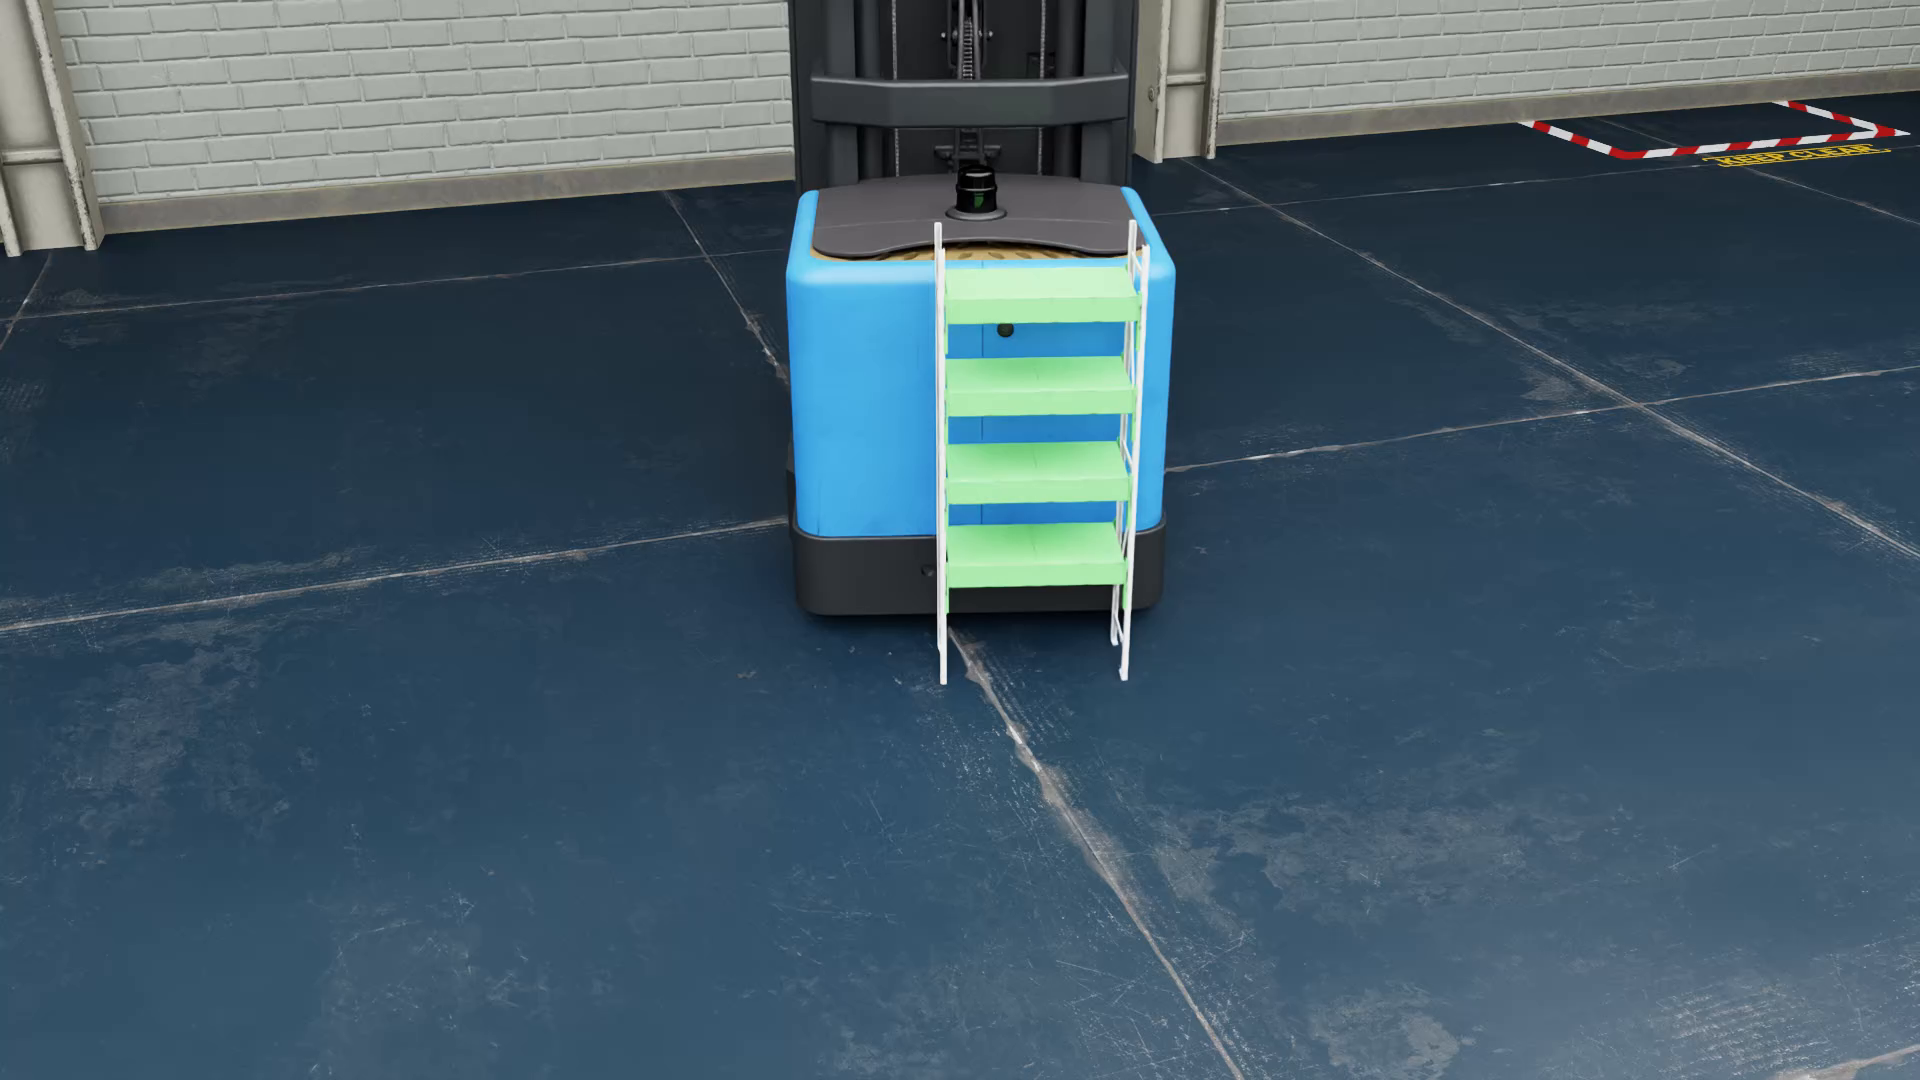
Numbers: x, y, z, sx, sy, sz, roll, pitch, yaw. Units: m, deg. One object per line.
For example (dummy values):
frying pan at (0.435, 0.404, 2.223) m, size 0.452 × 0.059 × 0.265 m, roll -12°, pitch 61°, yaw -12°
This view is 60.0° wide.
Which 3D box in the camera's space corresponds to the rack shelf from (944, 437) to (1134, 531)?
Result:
rack shelf at (0.194, -0.148, 4.343) m, size 0.480 × 0.148 × 0.258 m, roll -1°, pitch 26°, yaw -2°

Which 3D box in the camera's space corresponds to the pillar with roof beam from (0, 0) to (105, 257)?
pillar with roof beam at (-3.106, -3.665, 2.512) m, size 0.400 × 9.000 × 9.100 m, roll -8°, pitch 28°, yaw -16°

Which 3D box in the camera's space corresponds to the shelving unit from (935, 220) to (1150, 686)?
shelving unit at (0.194, -0.205, 4.315) m, size 0.503 × 1.200 × 0.258 m, roll -1°, pitch 26°, yaw -2°

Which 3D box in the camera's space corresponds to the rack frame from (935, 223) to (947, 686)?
rack frame at (-0.049, -0.200, 4.304) m, size 0.015 × 1.200 × 0.240 m, roll -1°, pitch 26°, yaw -2°

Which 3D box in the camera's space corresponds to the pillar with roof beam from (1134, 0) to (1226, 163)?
pillar with roof beam at (2.599, -4.491, 4.176) m, size 0.400 × 9.000 × 9.100 m, roll -8°, pitch 28°, yaw -16°

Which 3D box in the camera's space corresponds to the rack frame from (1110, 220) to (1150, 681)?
rack frame at (0.438, -0.211, 4.325) m, size 0.015 × 1.200 × 0.240 m, roll -1°, pitch 26°, yaw -2°

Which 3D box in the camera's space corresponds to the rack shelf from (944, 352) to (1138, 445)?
rack shelf at (0.194, -0.363, 4.236) m, size 0.480 × 0.148 × 0.258 m, roll -1°, pitch 26°, yaw -2°

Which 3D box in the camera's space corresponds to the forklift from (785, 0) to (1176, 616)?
forklift at (0.001, -1.716, 5.410) m, size 1.130 × 2.935 × 3.031 m, roll -1°, pitch 26°, yaw -2°

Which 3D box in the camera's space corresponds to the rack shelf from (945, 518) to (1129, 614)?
rack shelf at (0.194, 0.067, 4.450) m, size 0.480 × 0.148 × 0.258 m, roll -1°, pitch 26°, yaw -2°

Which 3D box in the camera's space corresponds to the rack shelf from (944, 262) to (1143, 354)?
rack shelf at (0.194, -0.578, 4.130) m, size 0.480 × 0.148 × 0.258 m, roll -1°, pitch 26°, yaw -2°
